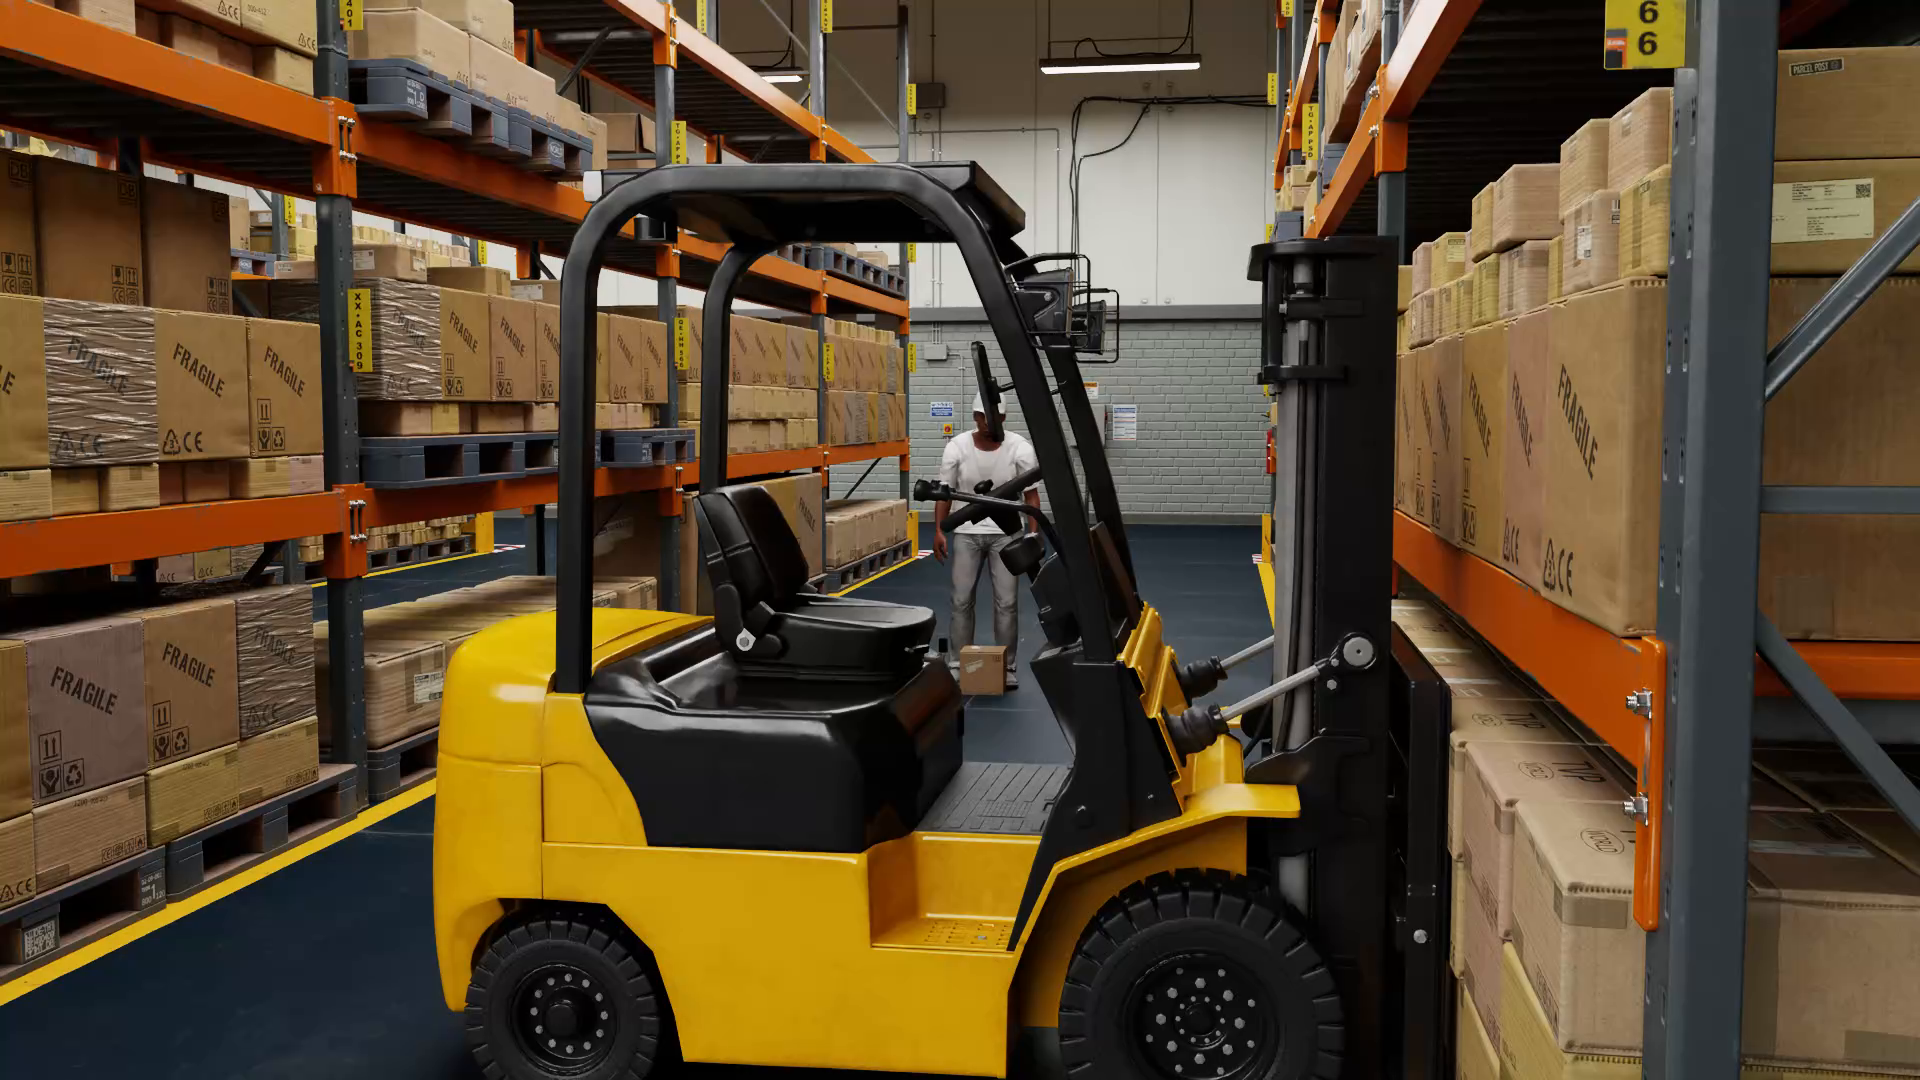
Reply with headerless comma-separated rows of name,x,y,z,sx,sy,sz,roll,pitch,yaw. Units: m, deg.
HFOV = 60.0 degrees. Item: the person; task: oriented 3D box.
person,0.153,-0.018,9.764,0.628,1.761,0.457,1,4,6
